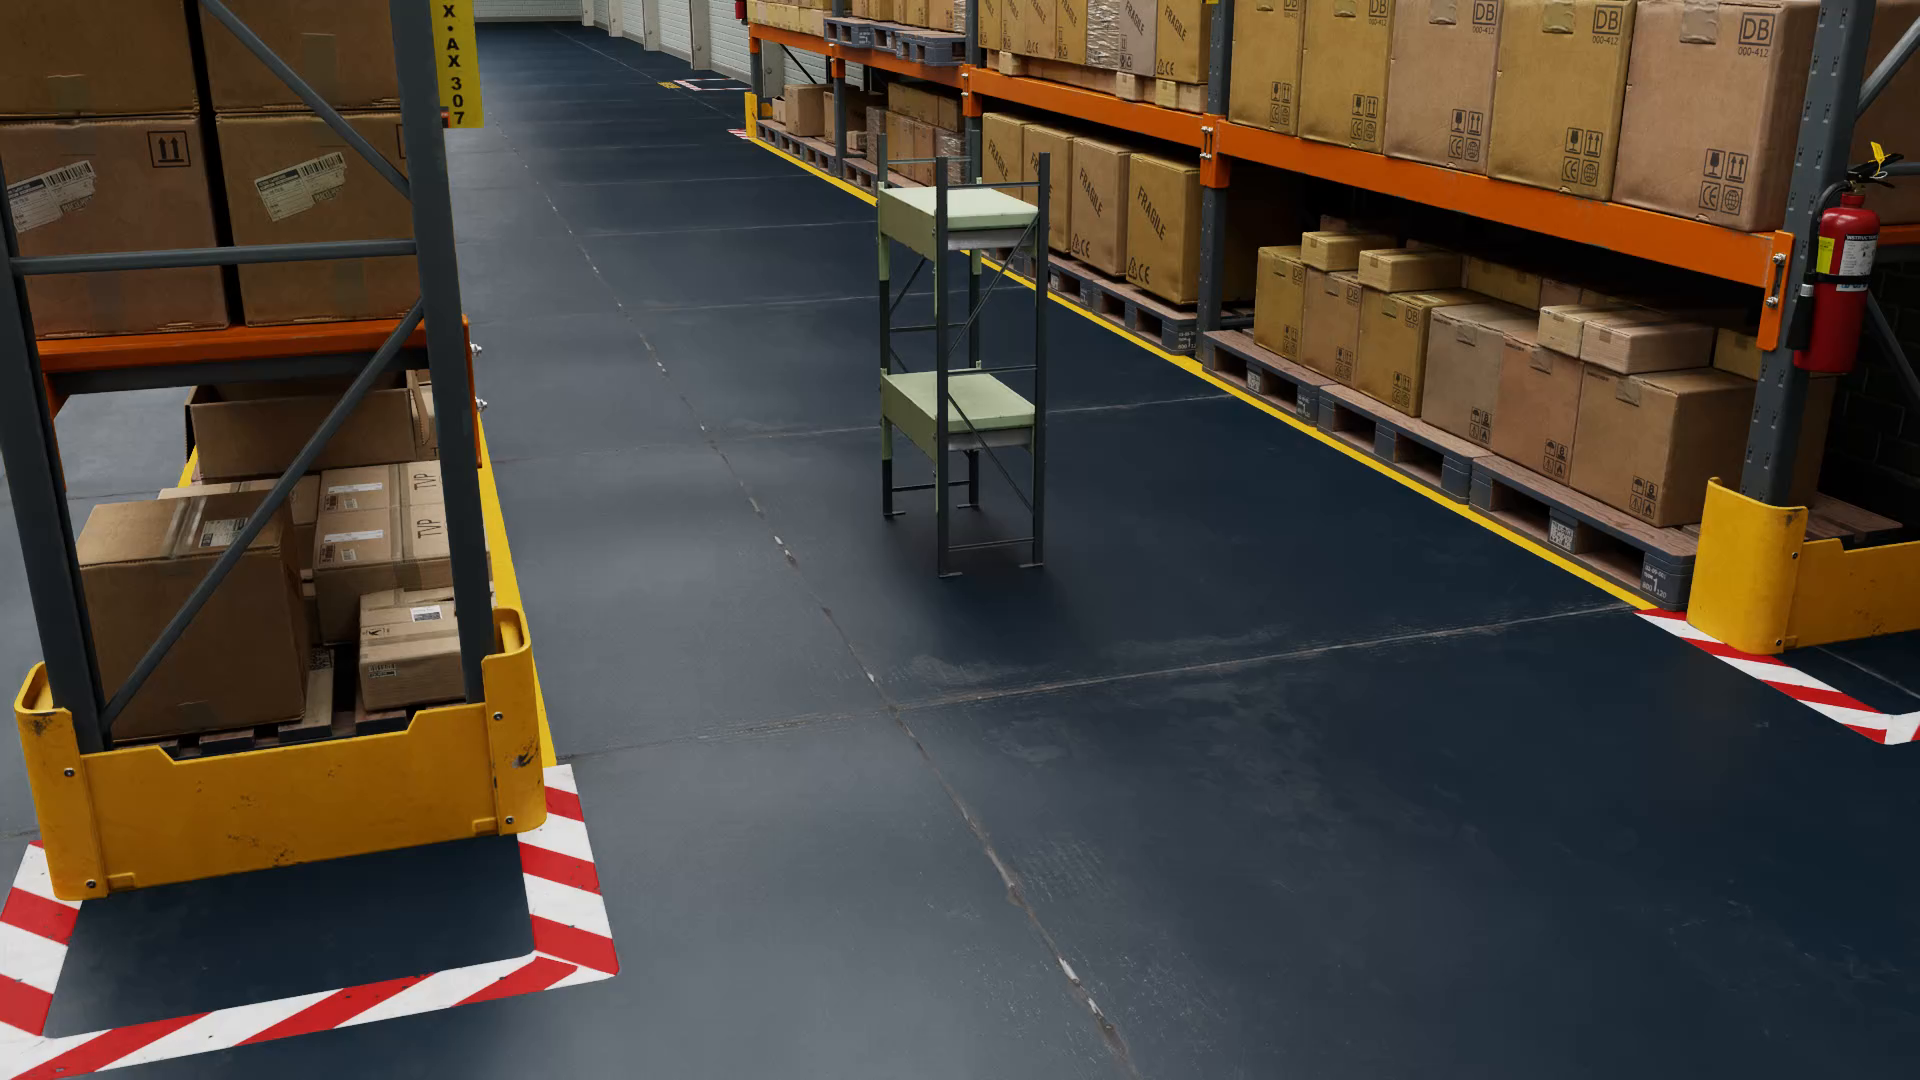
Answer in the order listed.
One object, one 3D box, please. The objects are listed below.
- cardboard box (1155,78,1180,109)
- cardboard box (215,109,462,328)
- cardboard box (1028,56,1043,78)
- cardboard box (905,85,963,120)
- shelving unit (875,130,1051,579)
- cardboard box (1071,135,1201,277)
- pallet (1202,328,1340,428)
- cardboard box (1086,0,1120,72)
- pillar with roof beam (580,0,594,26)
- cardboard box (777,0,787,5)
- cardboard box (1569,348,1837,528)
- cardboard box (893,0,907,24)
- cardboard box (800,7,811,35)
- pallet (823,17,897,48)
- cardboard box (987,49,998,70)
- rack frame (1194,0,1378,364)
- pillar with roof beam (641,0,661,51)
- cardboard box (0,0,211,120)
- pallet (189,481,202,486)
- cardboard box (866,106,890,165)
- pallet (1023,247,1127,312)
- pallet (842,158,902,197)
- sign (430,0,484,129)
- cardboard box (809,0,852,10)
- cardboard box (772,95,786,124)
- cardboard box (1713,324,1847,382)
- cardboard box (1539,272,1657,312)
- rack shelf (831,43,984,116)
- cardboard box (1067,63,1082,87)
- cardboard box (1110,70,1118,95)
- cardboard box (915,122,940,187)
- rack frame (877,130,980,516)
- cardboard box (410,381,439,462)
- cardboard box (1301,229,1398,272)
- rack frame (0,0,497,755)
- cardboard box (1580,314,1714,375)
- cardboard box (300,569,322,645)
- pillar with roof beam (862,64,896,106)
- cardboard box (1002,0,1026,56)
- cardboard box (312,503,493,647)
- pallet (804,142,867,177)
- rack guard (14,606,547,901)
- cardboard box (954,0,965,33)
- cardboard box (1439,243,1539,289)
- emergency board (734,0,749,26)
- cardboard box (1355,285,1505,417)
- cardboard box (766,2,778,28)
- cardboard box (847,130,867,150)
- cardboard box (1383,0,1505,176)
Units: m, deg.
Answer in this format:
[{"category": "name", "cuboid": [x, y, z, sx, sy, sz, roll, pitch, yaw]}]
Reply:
[{"category": "cardboard box", "cuboid": [1.313, -2.489, 9.251, 0.380, 0.149, 0.250, -6, 21, -16]}, {"category": "cardboard box", "cuboid": [-1.544, -0.847, 4.190, 0.500, 0.500, 0.500, -6, 21, -16]}, {"category": "cardboard box", "cuboid": [0.686, -3.242, 11.347, 0.380, 0.149, 0.250, -7, 21, -18]}, {"category": "cardboard box", "cuboid": [-0.169, -3.850, 14.635, 0.500, 0.250, 0.500, -7, 21, -19]}, {"category": "shelving unit", "cuboid": [-0.002, -0.708, 6.169, 0.431, 1.500, 0.755, -6, 21, -17]}, {"category": "cardboard box", "cuboid": [1.180, -2.107, 10.403, 0.750, 0.750, 0.750, -6, 21, -16]}, {"category": "pallet", "cuboid": [1.954, -0.876, 8.544, 1.003, 0.211, 1.213, -6, 21, -17]}, {"category": "cardboard box", "cuboid": [1.085, -3.084, 9.947, 0.500, 0.500, 0.500, -6, 21, -17]}, {"category": "pillar with roof beam", "cuboid": [-14.457, -18.152, 43.642, 9.100, 9.000, 0.400, -6, 21, -17]}, {"category": "cardboard box", "cuboid": [-1.642, -5.908, 17.510, 0.500, 0.500, 0.500, -6, 21, -16]}, {"category": "cardboard box", "cuboid": [2.732, -0.393, 6.149, 0.700, 0.500, 0.500, -6, 21, -17]}, {"category": "cardboard box", "cuboid": [-0.192, -4.707, 14.286, 0.700, 0.500, 0.500, -4, 20, -10]}, {"category": "cardboard box", "cuboid": [-1.310, -5.228, 16.726, 0.500, 0.250, 0.500, -6, 21, -17]}, {"category": "pallet", "cuboid": [-0.623, -4.657, 15.229, 1.003, 0.211, 1.213, -6, 21, -17]}, {"category": "cardboard box", "cuboid": [0.416, -3.486, 12.025, 0.380, 0.149, 0.250, -7, 21, -18]}, {"category": "rack frame", "cuboid": [1.789, -2.441, 8.775, 1.000, 3.000, 0.127, -6, 21, -17]}, {"category": "pillar with roof beam", "cuboid": [-10.685, -14.301, 32.921, 9.100, 9.000, 0.400, -6, 21, -17]}, {"category": "cardboard box", "cuboid": [-2.056, -1.261, 3.863, 0.500, 0.500, 0.500, -7, 21, -18]}, {"category": "pallet", "cuboid": [-2.310, 0.012, 6.072, 1.003, 0.211, 1.213, -6, 21, -17]}, {"category": "cardboard box", "cuboid": [-0.478, -3.804, 15.618, 0.700, 0.500, 0.500, -6, 21, -15]}, {"category": "pallet", "cuboid": [1.088, -1.760, 11.005, 1.003, 0.211, 1.213, -6, 21, -17]}, {"category": "pallet", "cuboid": [-0.479, -3.446, 15.699, 1.003, 0.211, 1.213, -6, 21, -17]}, {"category": "sign", "cuboid": [-1.140, -1.095, 3.747, 0.100, 0.325, 0.005, -6, 21, -17]}, {"category": "cardboard box", "cuboid": [-1.167, -5.419, 16.149, 0.500, 0.500, 0.500, -6, 21, -17]}, {"category": "cardboard box", "cuboid": [-1.850, -5.002, 19.232, 0.500, 0.311, 0.500, -9, 22, -23]}, {"category": "cardboard box", "cuboid": [2.961, -0.679, 5.987, 0.380, 0.149, 0.250, -6, 21, -17]}, {"category": "cardboard box", "cuboid": [2.642, -1.003, 6.890, 0.380, 0.149, 0.250, -6, 21, -16]}, {"category": "rack shelf", "cuboid": [-0.096, -4.028, 14.257, 1.077, 0.370, 4.000, -6, 21, -17]}, {"category": "cardboard box", "cuboid": [0.908, -2.994, 10.658, 0.380, 0.149, 0.250, -6, 21, -17]}, {"category": "cardboard box", "cuboid": [1.121, -2.741, 9.952, 0.380, 0.149, 0.250, -6, 21, -17]}, {"category": "cardboard box", "cuboid": [0.022, -3.315, 14.255, 0.700, 0.500, 0.500, -7, 21, -17]}, {"category": "rack frame", "cuboid": [-0.117, -0.825, 6.496, 0.400, 1.500, 0.023, -6, 21, -17]}, {"category": "cardboard box", "cuboid": [-2.228, -0.462, 6.591, 0.500, 0.311, 0.500, -6, 21, -17]}, {"category": "cardboard box", "cuboid": [1.862, -1.387, 7.959, 0.380, 0.149, 0.250, -6, 21, -15]}, {"category": "rack frame", "cuboid": [-1.655, -0.630, 3.733, 1.000, 3.000, 0.127, -6, 21, -17]}, {"category": "cardboard box", "cuboid": [2.518, -0.720, 6.100, 0.380, 0.149, 0.250, -7, 21, -18]}, {"category": "cardboard box", "cuboid": [-2.101, 0.209, 4.939, 0.380, 0.166, 0.250, -6, 21, -17]}, {"category": "pillar with roof beam", "cuboid": [-5.028, -8.525, 16.839, 9.100, 9.000, 0.400, -6, 21, -17]}, {"category": "cardboard box", "cuboid": [0.598, -3.569, 11.298, 0.500, 0.500, 0.500, -6, 21, -15]}, {"category": "cardboard box", "cuboid": [-1.714, 0.092, 5.140, 0.500, 0.250, 0.500, -6, 21, -17]}, {"category": "pallet", "cuboid": [-0.970, -3.908, 16.984, 1.003, 0.211, 1.213, -6, 21, -17]}, {"category": "rack guard", "cuboid": [-1.679, 0.522, 4.223, 1.175, 0.500, 0.348, -6, 21, -17]}, {"category": "cardboard box", "cuboid": [0.375, -4.128, 12.675, 0.700, 0.500, 0.500, -9, 22, -24]}, {"category": "cardboard box", "cuboid": [2.400, -1.250, 7.575, 0.380, 0.149, 0.250, -6, 21, -17]}, {"category": "emergency board", "cuboid": [-3.567, -8.882, 26.707, 0.194, 1.169, 0.643, -6, 21, -17]}, {"category": "cardboard box", "cuboid": [2.241, -0.885, 7.519, 0.700, 0.500, 0.500, -6, 21, -16]}, {"category": "cardboard box", "cuboid": [-1.799, -5.711, 18.072, 0.500, 0.250, 0.500, -7, 21, -18]}, {"category": "cardboard box", "cuboid": [-0.922, -4.050, 16.796, 0.380, 0.166, 0.250, -9, 22, -24]}, {"category": "cardboard box", "cuboid": [2.407, -1.939, 6.934, 0.980, 0.700, 0.700, -7, 21, -20]}]
